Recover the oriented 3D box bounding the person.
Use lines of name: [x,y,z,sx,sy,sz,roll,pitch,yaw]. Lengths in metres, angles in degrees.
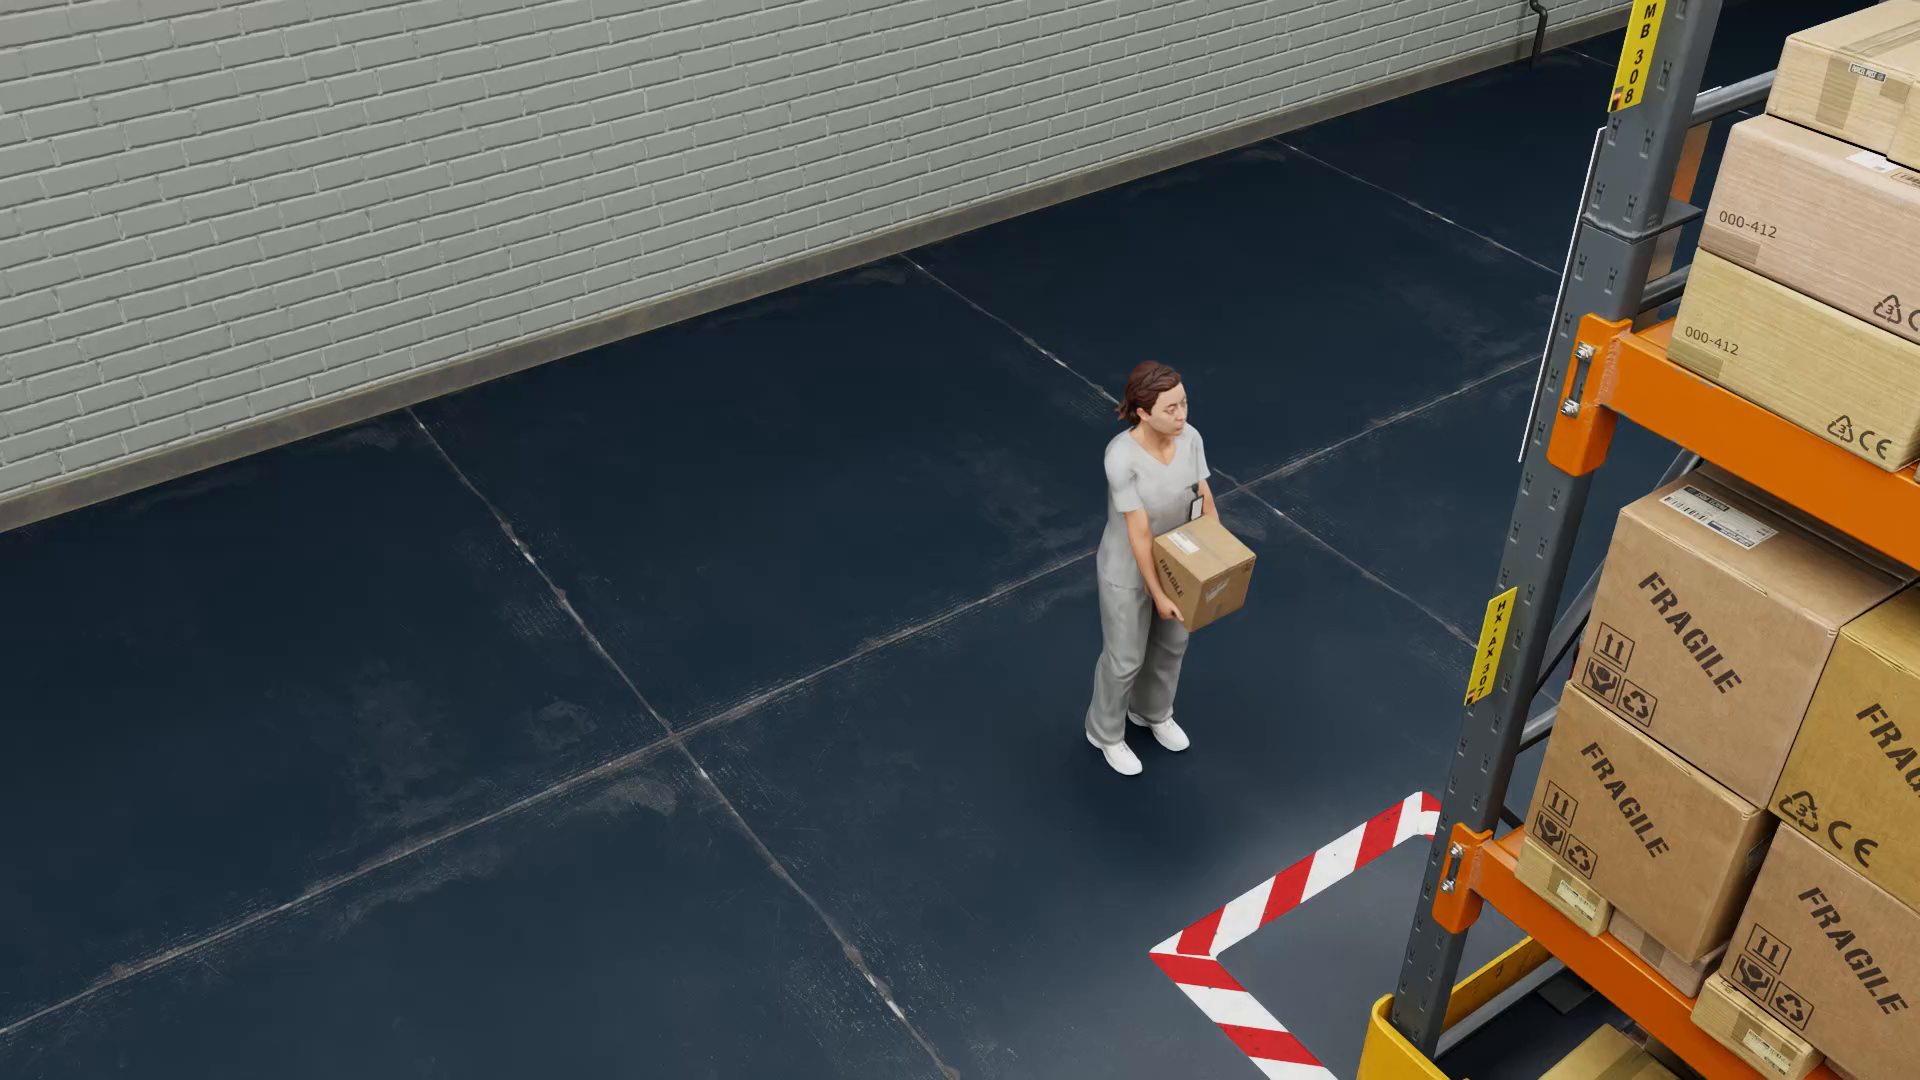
person: [0.722,0.145,5.964,0.409,1.669,0.536,-23,42,-28]
